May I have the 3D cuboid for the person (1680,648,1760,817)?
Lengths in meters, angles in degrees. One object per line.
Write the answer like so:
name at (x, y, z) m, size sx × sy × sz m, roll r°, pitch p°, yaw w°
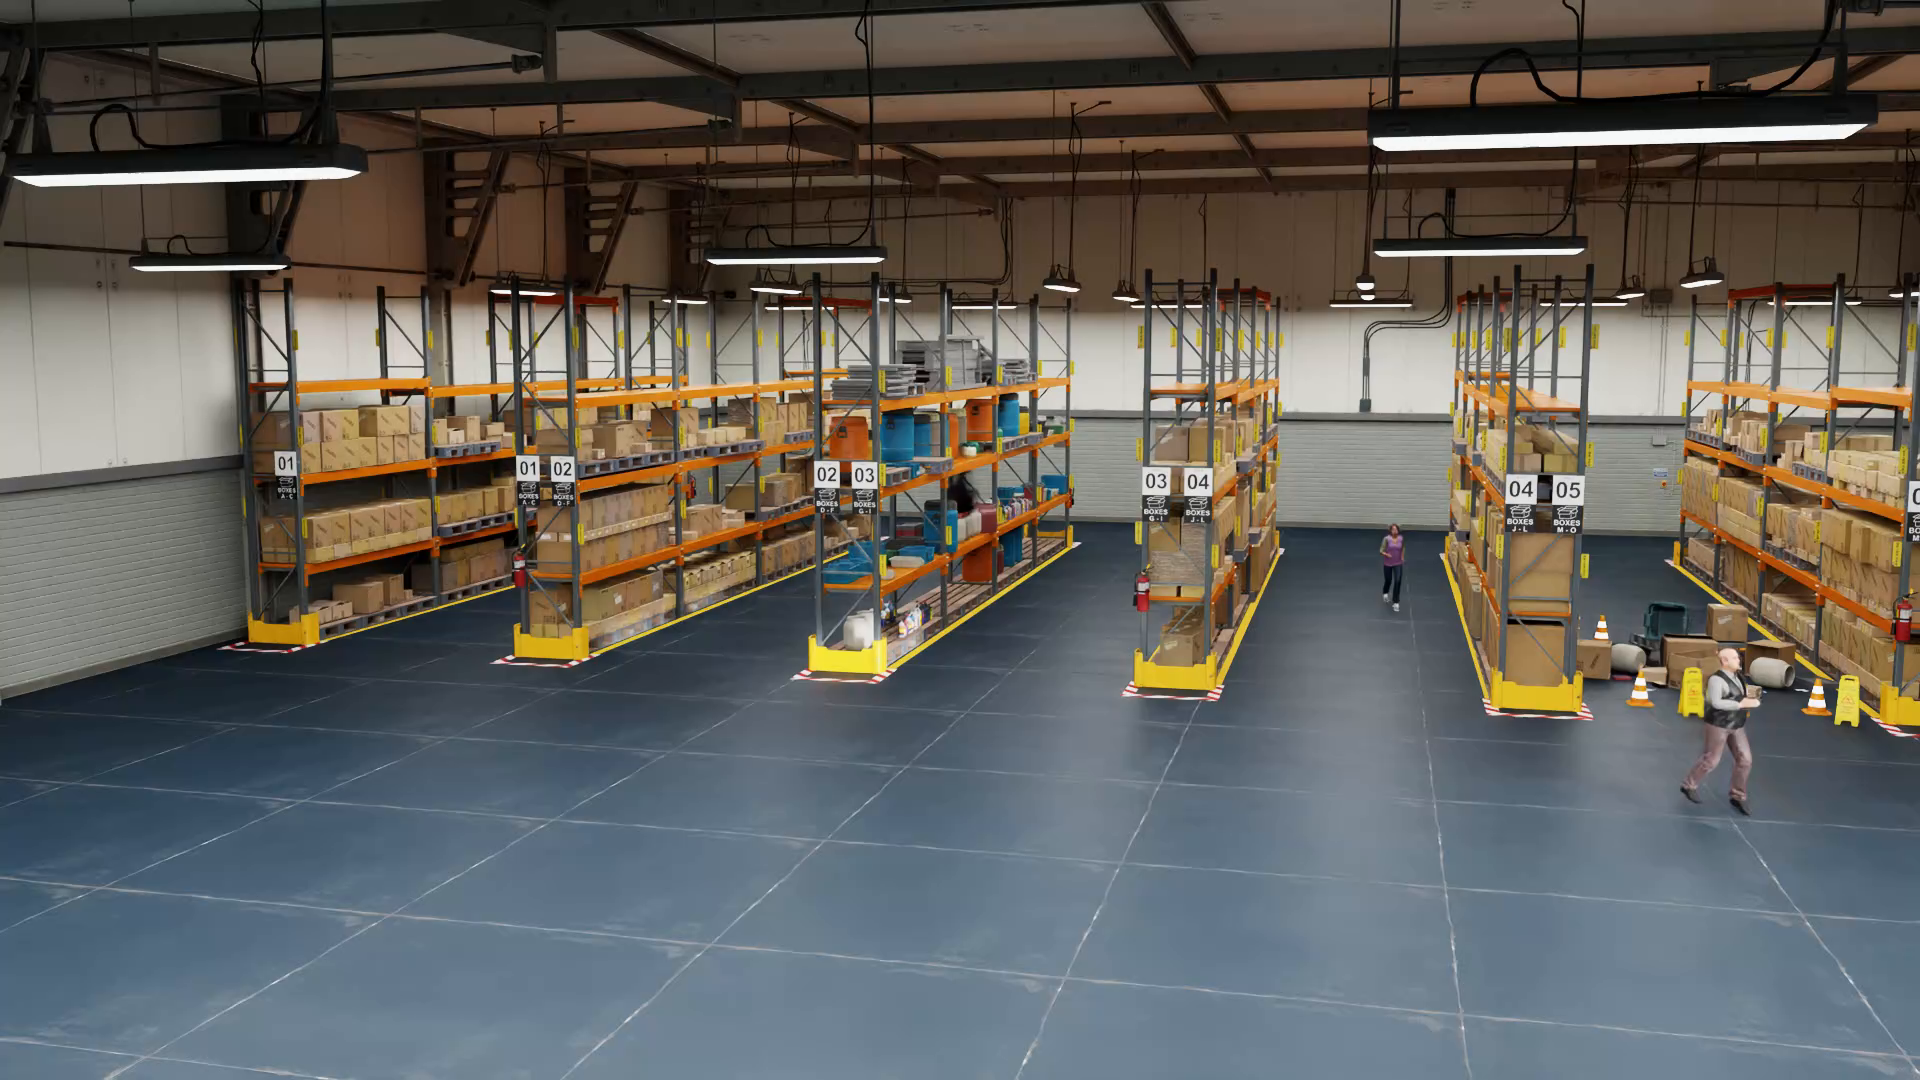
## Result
person at (8.116, 2.071, 17.712) m, size 0.645 × 1.716 × 0.808 m, roll -4°, pitch 8°, yaw -33°

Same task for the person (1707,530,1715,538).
person at (17.329, -0.449, 38.189) m, size 0.684 × 1.747 × 0.923 m, roll -4°, pitch 8°, yaw -31°

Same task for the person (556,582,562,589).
person at (-7.108, 0.535, 30.294) m, size 0.667 × 1.666 × 0.532 m, roll 2°, pitch 7°, yaw 18°

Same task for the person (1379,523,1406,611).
person at (8.107, 0.476, 31.185) m, size 0.516 × 1.605 × 0.855 m, roll 1°, pitch 7°, yaw 5°
